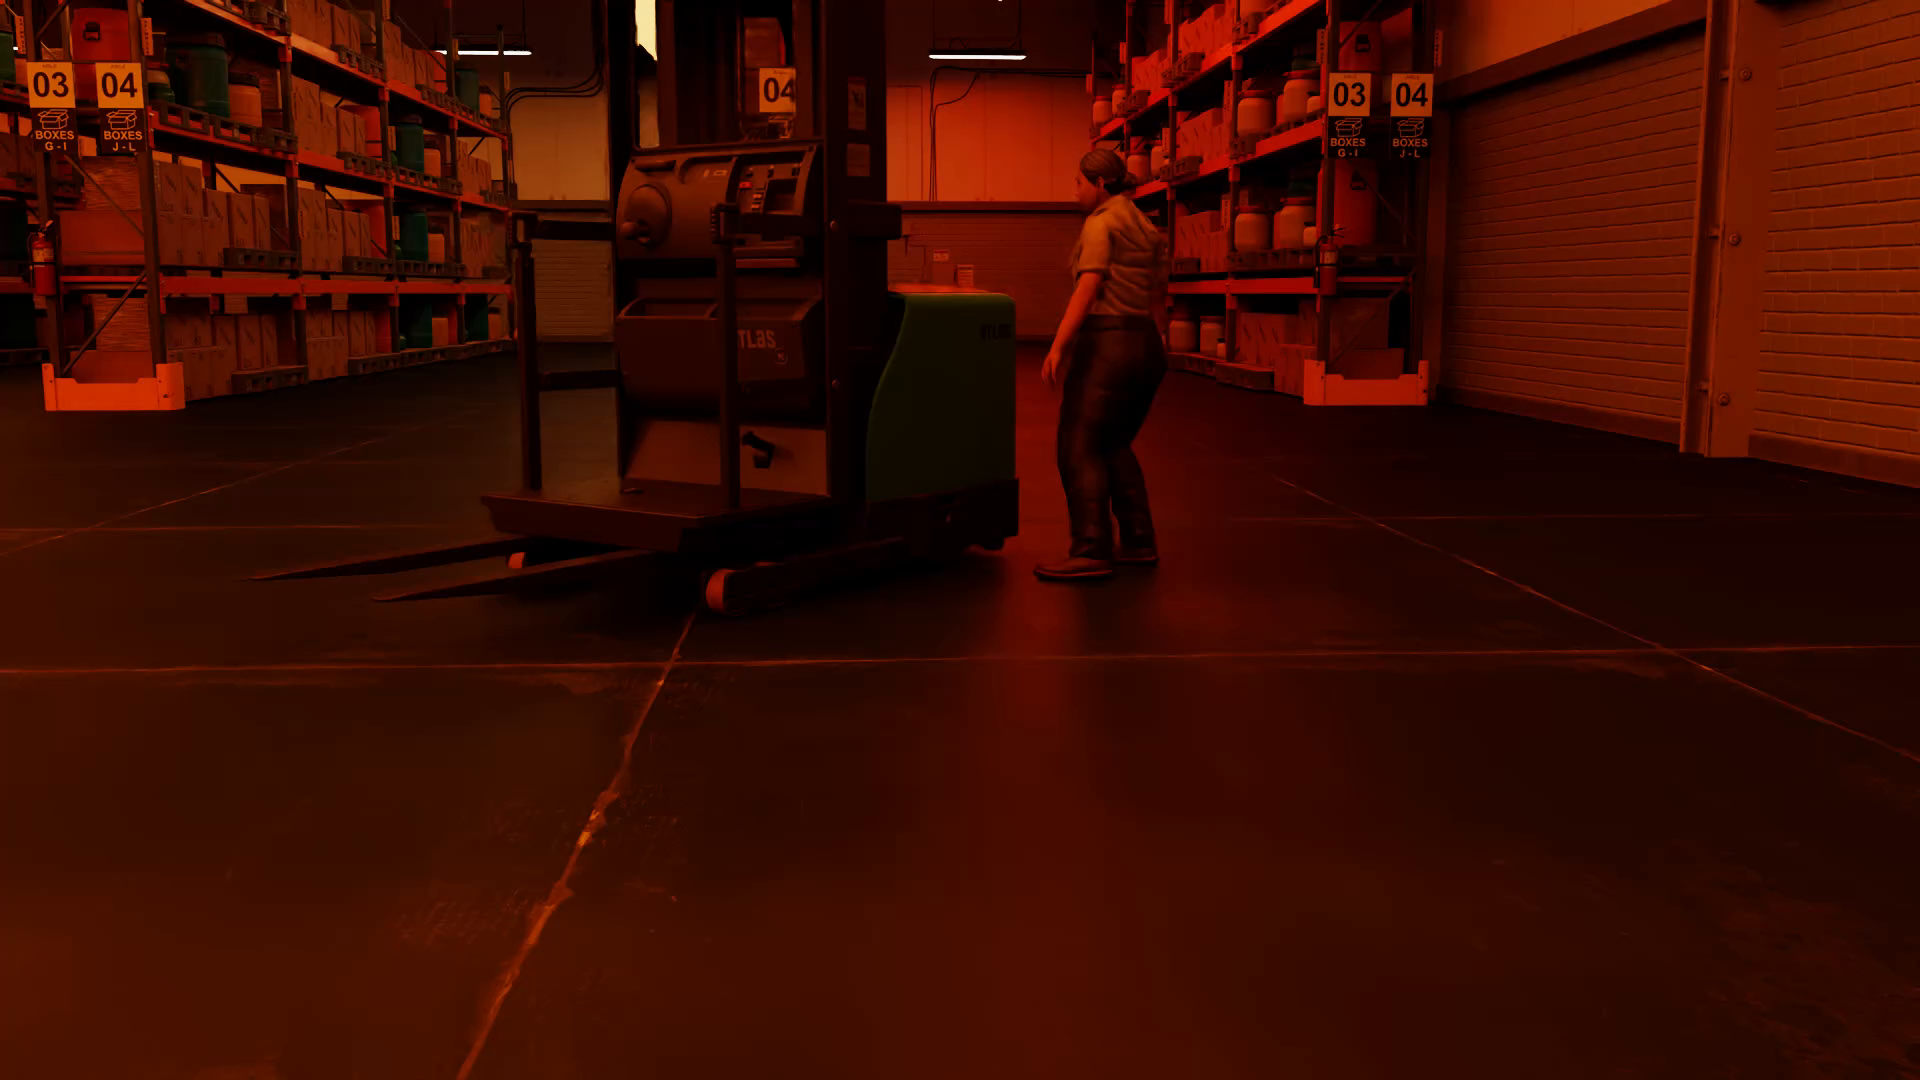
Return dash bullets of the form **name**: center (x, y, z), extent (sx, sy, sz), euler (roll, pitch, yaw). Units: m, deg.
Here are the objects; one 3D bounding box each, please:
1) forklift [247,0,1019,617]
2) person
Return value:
- **forklift**: center (-1.015, -1.271, 5.888), extent (1.130, 2.935, 3.031), euler (6, 10, 35)
- **person**: center (0.582, -0.687, 6.458), extent (0.342, 1.615, 0.741), euler (6, 10, 33)
